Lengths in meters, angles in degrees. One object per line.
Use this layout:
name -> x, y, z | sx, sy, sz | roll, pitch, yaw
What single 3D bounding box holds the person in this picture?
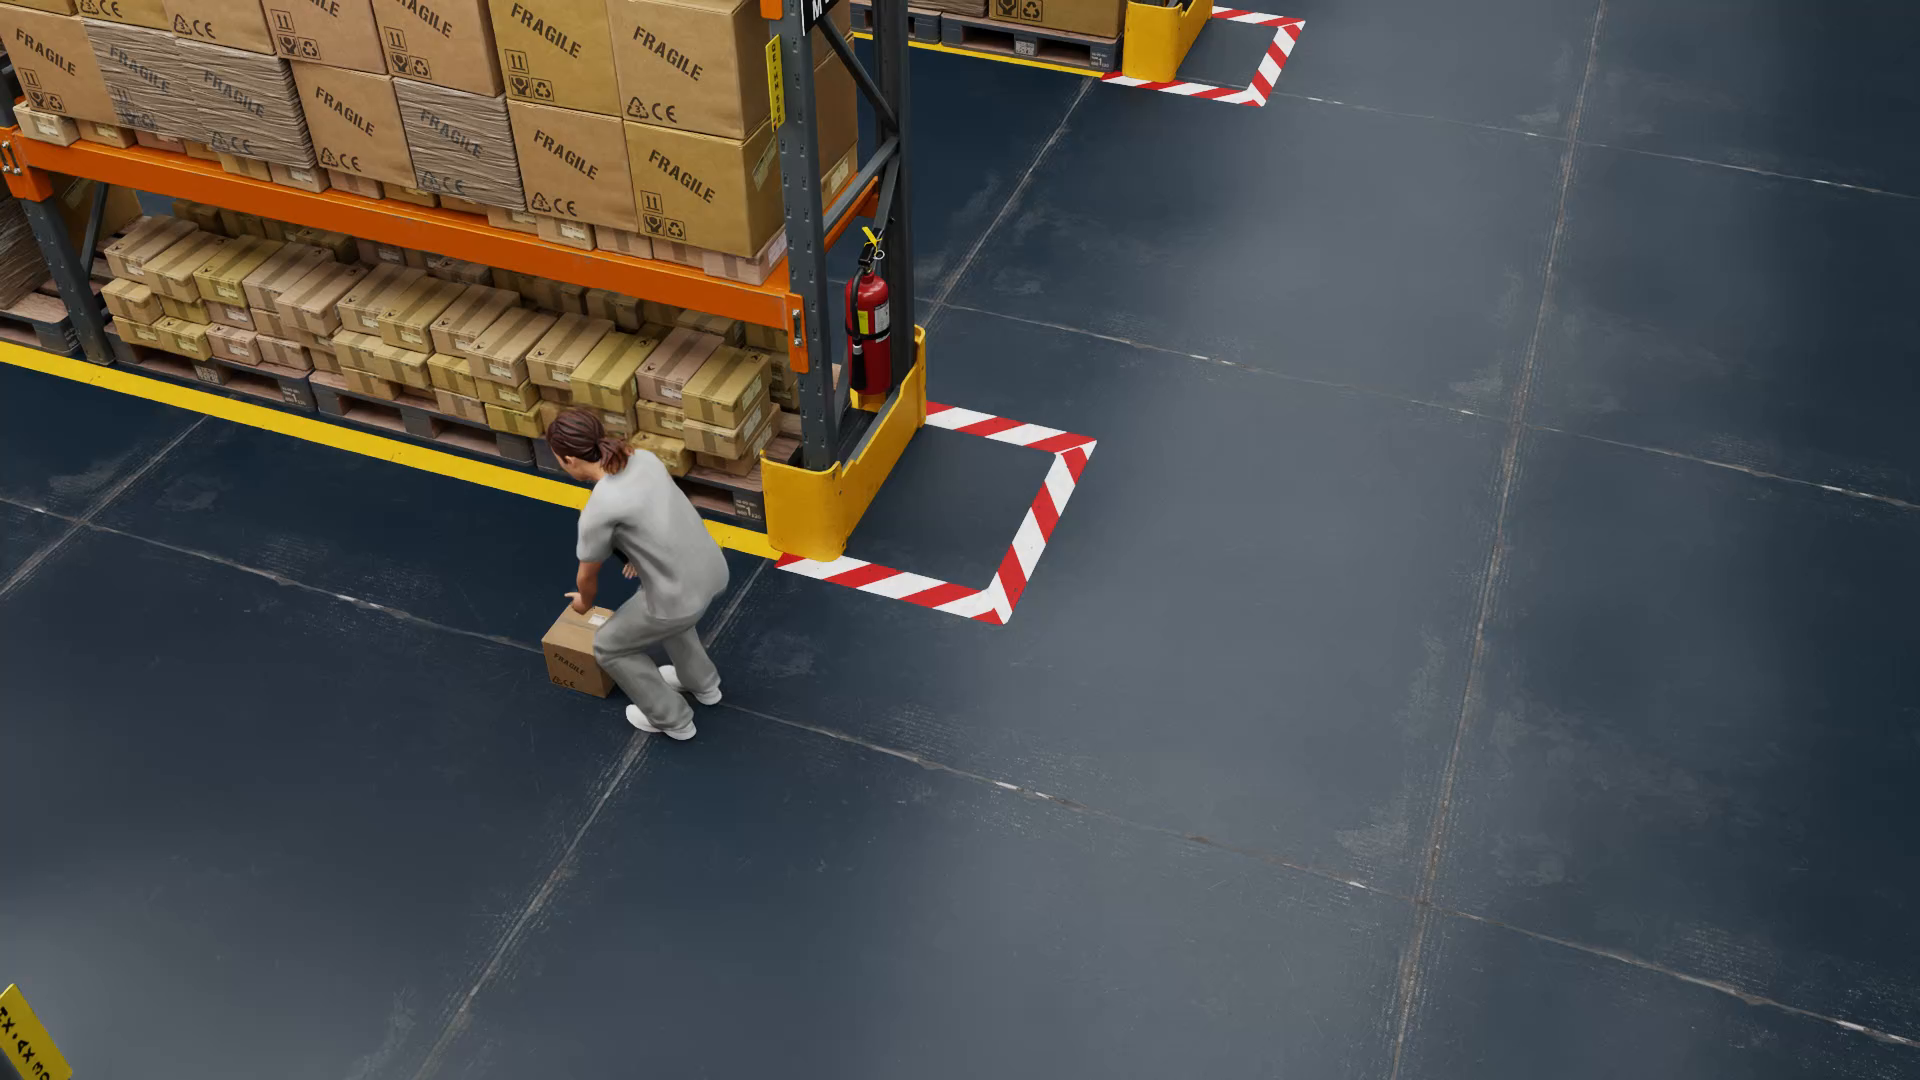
person -> -1.177, 0.155, 6.186 | 0.615, 1.417, 0.490 | 20, 45, 21
